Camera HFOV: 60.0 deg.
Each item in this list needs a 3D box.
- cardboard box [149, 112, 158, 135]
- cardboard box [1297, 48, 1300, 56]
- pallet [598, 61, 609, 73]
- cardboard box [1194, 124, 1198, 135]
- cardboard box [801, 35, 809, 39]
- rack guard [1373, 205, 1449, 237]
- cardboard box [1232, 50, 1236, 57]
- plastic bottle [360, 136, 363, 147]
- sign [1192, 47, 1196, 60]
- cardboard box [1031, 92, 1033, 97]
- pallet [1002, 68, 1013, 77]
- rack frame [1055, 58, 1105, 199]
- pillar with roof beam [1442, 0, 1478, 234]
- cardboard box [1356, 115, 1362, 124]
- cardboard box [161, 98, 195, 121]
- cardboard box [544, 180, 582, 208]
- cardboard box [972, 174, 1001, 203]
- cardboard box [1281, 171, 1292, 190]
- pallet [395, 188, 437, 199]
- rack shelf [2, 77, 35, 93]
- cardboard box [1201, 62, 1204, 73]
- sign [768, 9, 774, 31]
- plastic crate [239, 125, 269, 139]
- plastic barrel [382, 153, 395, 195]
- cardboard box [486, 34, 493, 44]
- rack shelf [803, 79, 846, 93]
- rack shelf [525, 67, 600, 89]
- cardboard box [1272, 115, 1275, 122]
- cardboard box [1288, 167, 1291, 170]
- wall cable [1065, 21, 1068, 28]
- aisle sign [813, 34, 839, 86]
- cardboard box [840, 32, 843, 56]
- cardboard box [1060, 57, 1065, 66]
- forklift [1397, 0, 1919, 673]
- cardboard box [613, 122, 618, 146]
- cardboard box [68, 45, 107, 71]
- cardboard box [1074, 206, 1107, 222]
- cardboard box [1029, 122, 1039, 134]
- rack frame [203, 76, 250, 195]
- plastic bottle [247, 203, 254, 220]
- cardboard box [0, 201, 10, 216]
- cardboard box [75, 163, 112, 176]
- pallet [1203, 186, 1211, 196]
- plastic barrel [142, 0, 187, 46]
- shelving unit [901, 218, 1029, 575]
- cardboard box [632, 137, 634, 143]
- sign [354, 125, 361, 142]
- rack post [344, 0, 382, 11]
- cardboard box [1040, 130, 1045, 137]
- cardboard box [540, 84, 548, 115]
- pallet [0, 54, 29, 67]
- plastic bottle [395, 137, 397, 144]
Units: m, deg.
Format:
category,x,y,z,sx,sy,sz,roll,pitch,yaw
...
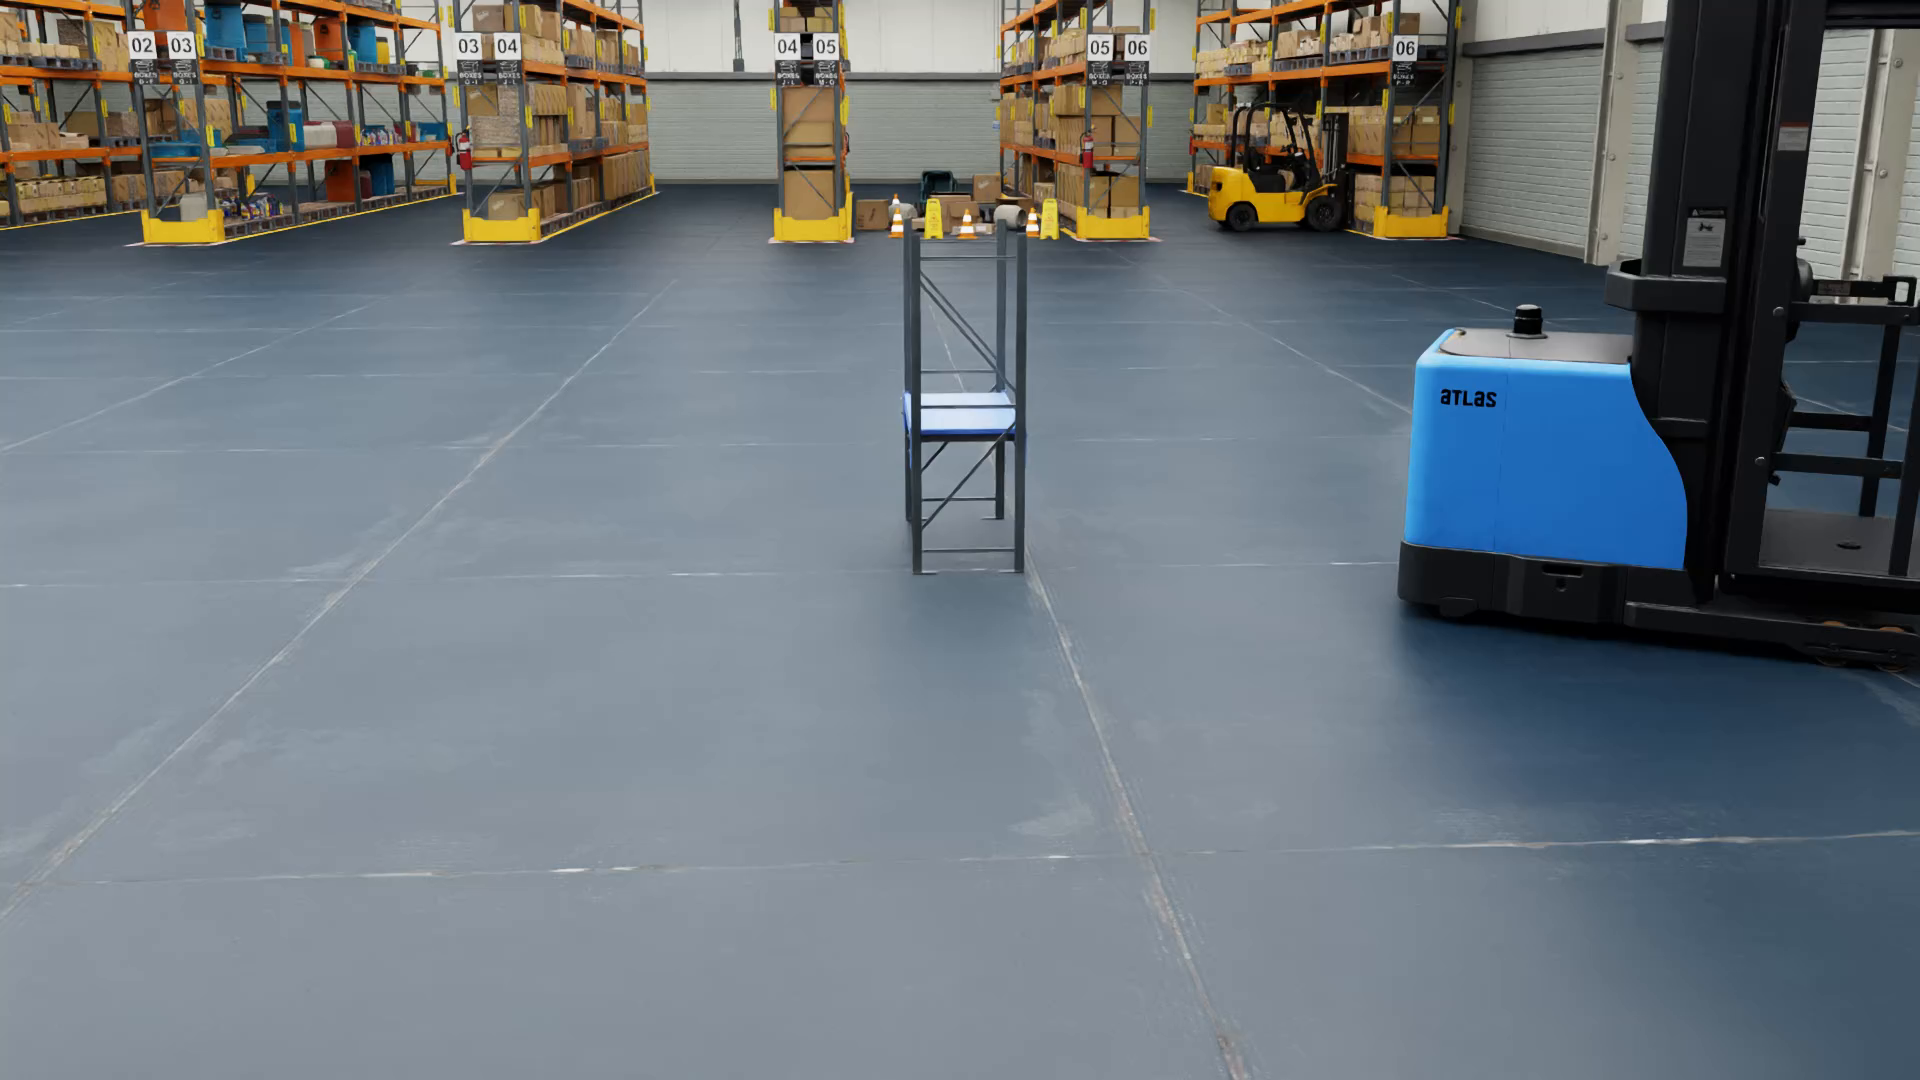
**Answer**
category,x,y,z,sx,sy,sz,roll,pitch,yaw
cardboard box,-18.195,-9.236,36.860,0.700,0.500,0.500,-6,16,-22
cardboard box,6.808,-9.542,32.533,0.380,0.149,0.250,-1,14,-4
pallet,-7.958,-9.783,34.389,1.213,0.211,1.003,0,14,-1
cardboard box,6.243,-10.437,42.276,0.500,0.250,0.500,-1,14,-3
cardboard box,-2.813,-8.592,28.043,0.500,0.250,0.500,-1,14,-3
rack guard,7.477,-5.287,27.572,1.175,0.500,0.348,-1,14,-3
cardboard box,6.373,-11.005,37.622,0.380,0.149,0.250,-1,14,-4
plastic bottle,-12.488,-8.325,34.596,0.061,0.283,0.133,-1,14,-3
sign,5.942,-12.350,42.233,0.100,0.325,0.005,-1,14,-3
cardboard box,1.533,-10.396,38.903,0.380,0.149,0.250,-1,14,-2
pallet,1.586,-11.631,41.368,1.003,0.211,1.213,-1,14,-3
rack frame,2.273,-7.421,30.848,1.000,3.000,0.127,-1,14,-3
pillar with roof beam,4.035,-9.530,27.005,9.100,9.000,0.400,-1,14,-3
cardboard box,7.070,-7.267,28.747,0.380,0.149,0.250,-1,14,-3
cardboard box,-17.749,-9.760,37.731,0.500,0.500,0.500,-1,14,-2
cardboard box,-7.680,-6.681,32.108,0.700,0.500,0.500,-2,15,-8
cardboard box,0.499,-6.542,30.930,0.500,0.500,0.500,-1,14,-3
cardboard box,7.053,-7.229,34.025,0.875,0.625,0.625,0,14,-2
pallet,-13.220,-8.317,39.927,1.003,0.211,1.213,-1,14,-3
rack shelf,-23.068,-10.630,38.744,1.077,0.370,4.000,-1,14,-3
cardboard box,6.291,-11.766,41.421,0.500,0.250,0.500,-1,14,-2
sign,-2.955,-8.163,26.094,0.100,0.325,0.005,-1,14,-3
plastic crate,-12.896,-7.338,30.398,0.402,0.464,0.583,-1,14,-3
plastic barrel,-13.040,-8.233,37.372,0.600,0.901,0.708,-1,14,-3
cardboard box,-7.597,-7.977,26.491,0.380,0.149,0.250,-1,14,-5
rack shelf,-3.280,-10.911,39.835,1.077,0.370,4.000,-1,14,-3
rack shelf,-7.741,-8.870,31.903,1.077,0.370,4.000,-1,14,-3
cardboard box,6.705,-8.772,34.597,0.380,0.149,0.250,0,14,-2
cardboard box,7.258,-7.935,35.717,0.380,0.149,0.250,0,14,-1
wall cable,4.430,-14.784,47.350,2.988,3.039,0.133,-1,14,-3
aisle sign,-2.109,-7.570,26.213,0.394,0.787,0.004,-1,14,-3
cardboard box,-2.521,-9.639,32.205,0.500,0.500,0.500,-1,14,-3
cardboard box,2.006,-8.604,29.933,0.380,0.149,0.250,-1,14,-3
forklift,3.367,-1.081,6.345,3.031,2.935,1.130,6,16,21
cardboard box,-7.722,-8.816,36.070,0.500,0.500,0.500,-1,14,-3
cardboard box,-17.813,-9.720,33.563,0.910,0.500,0.500,-1,14,-3
cardboard box,2.201,-5.501,28.061,0.500,0.250,0.500,-1,14,-4
cardboard box,1.742,-8.702,35.124,0.500,0.250,0.500,-1,14,-4
rack frame,-18.249,-10.100,41.262,1.000,3.000,0.127,-1,14,-3
plastic bottle,-12.110,-5.606,28.365,0.061,0.283,0.133,-1,14,-3
cardboard box,-17.258,-5.876,29.518,0.500,0.250,0.500,-1,14,-3
cardboard box,-18.053,-7.719,34.637,0.500,0.250,0.500,0,14,-1
pallet,6.612,-8.612,41.076,1.003,0.211,1.213,-1,14,-3
plastic barrel,-12.470,-8.179,26.073,0.600,0.830,0.708,-1,14,-3
shelving unit,0.005,-0.705,7.757,0.538,1.500,1.048,-1,14,-3
cardboard box,-7.833,-9.345,38.832,0.380,0.149,0.250,0,14,-2
sign,-12.260,-8.275,33.842,0.100,0.325,0.005,-1,14,-3
rack post,-12.804,-11.343,35.055,0.937,0.300,0.954,1,14,3
cardboard box,1.812,-8.205,33.559,0.380,0.149,0.250,-1,14,-3
cardboard box,-7.188,-7.340,27.728,0.500,0.500,0.500,-1,14,-3
pallet,-17.573,-8.695,30.165,0.805,0.209,1.217,-1,15,-6
plastic bottle,-12.675,-8.963,37.242,0.097,0.201,0.097,0,14,0
